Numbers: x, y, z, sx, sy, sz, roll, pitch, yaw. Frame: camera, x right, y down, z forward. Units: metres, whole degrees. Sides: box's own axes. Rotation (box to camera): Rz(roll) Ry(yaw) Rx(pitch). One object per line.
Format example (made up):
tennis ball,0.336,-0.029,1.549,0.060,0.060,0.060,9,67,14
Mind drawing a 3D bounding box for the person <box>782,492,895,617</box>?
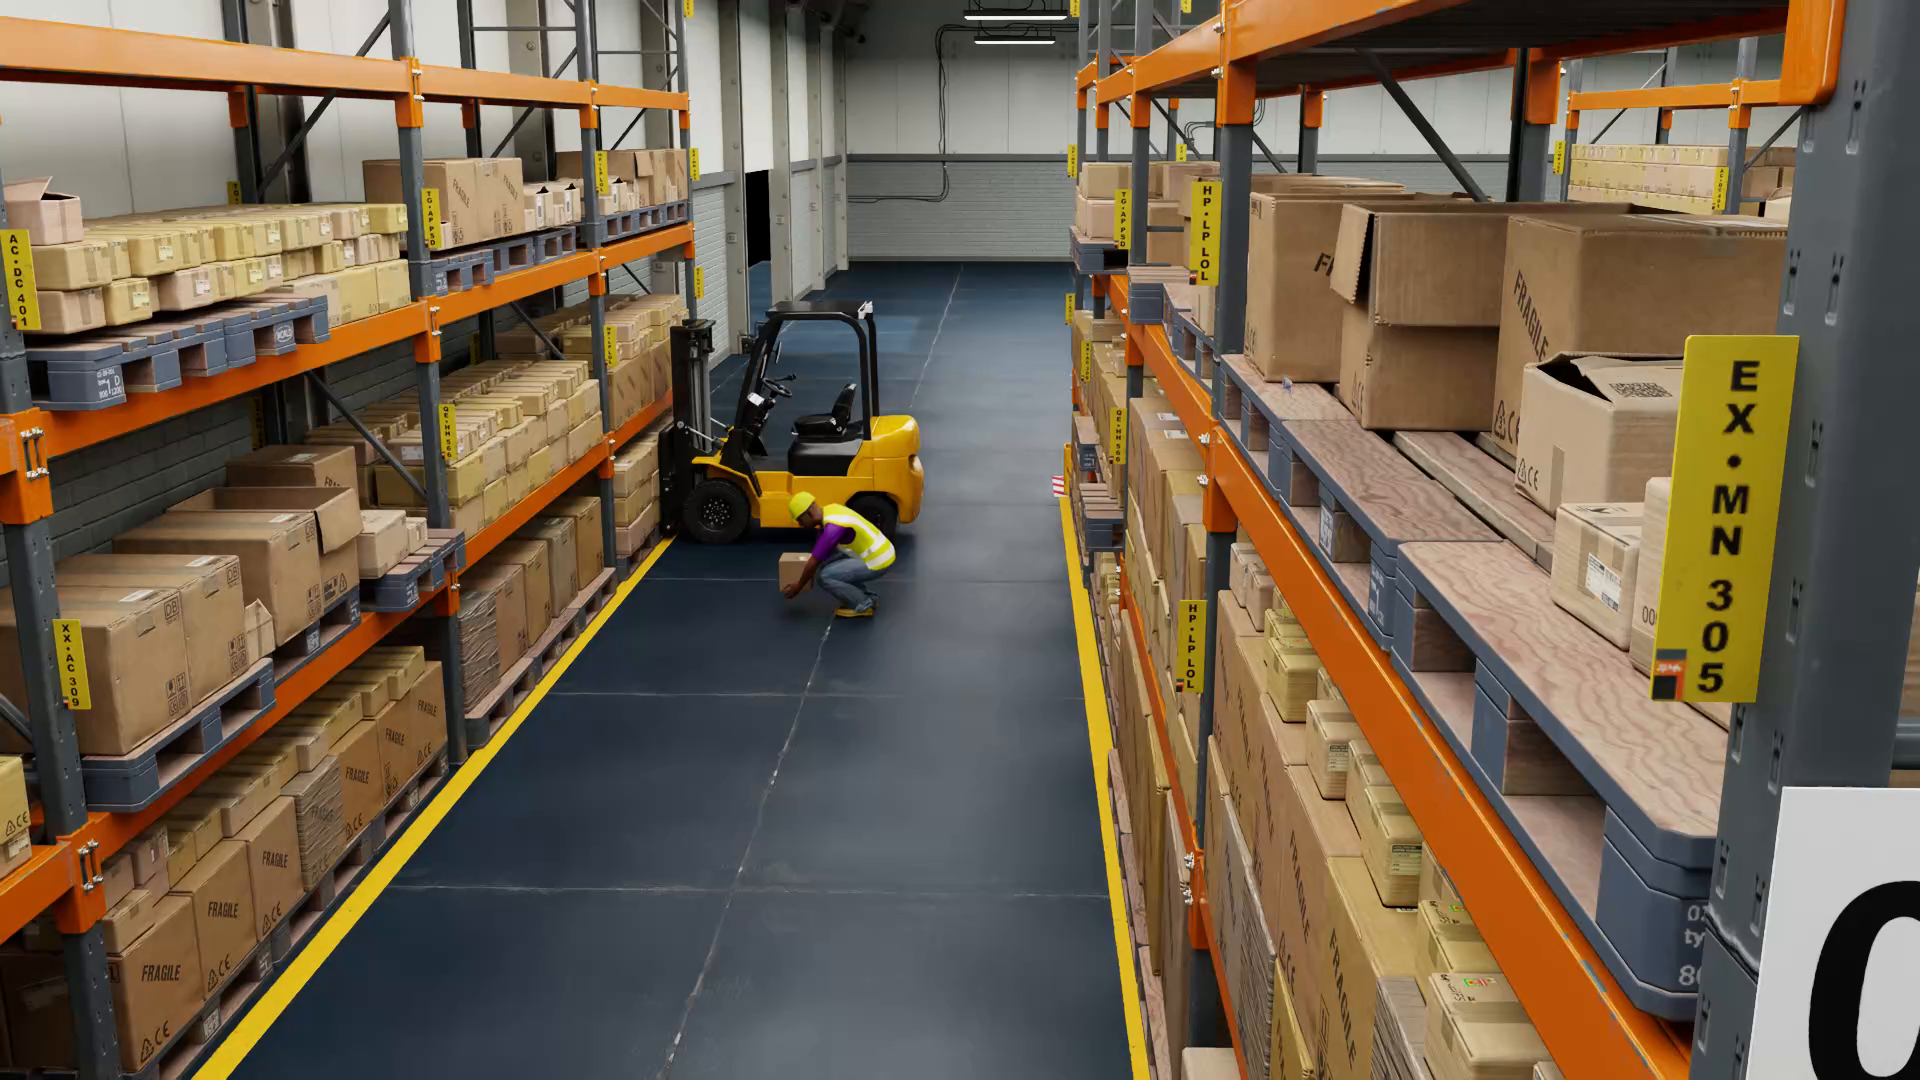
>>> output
person,-0.964,0.101,13.170,0.881,0.996,0.588,0,14,2
